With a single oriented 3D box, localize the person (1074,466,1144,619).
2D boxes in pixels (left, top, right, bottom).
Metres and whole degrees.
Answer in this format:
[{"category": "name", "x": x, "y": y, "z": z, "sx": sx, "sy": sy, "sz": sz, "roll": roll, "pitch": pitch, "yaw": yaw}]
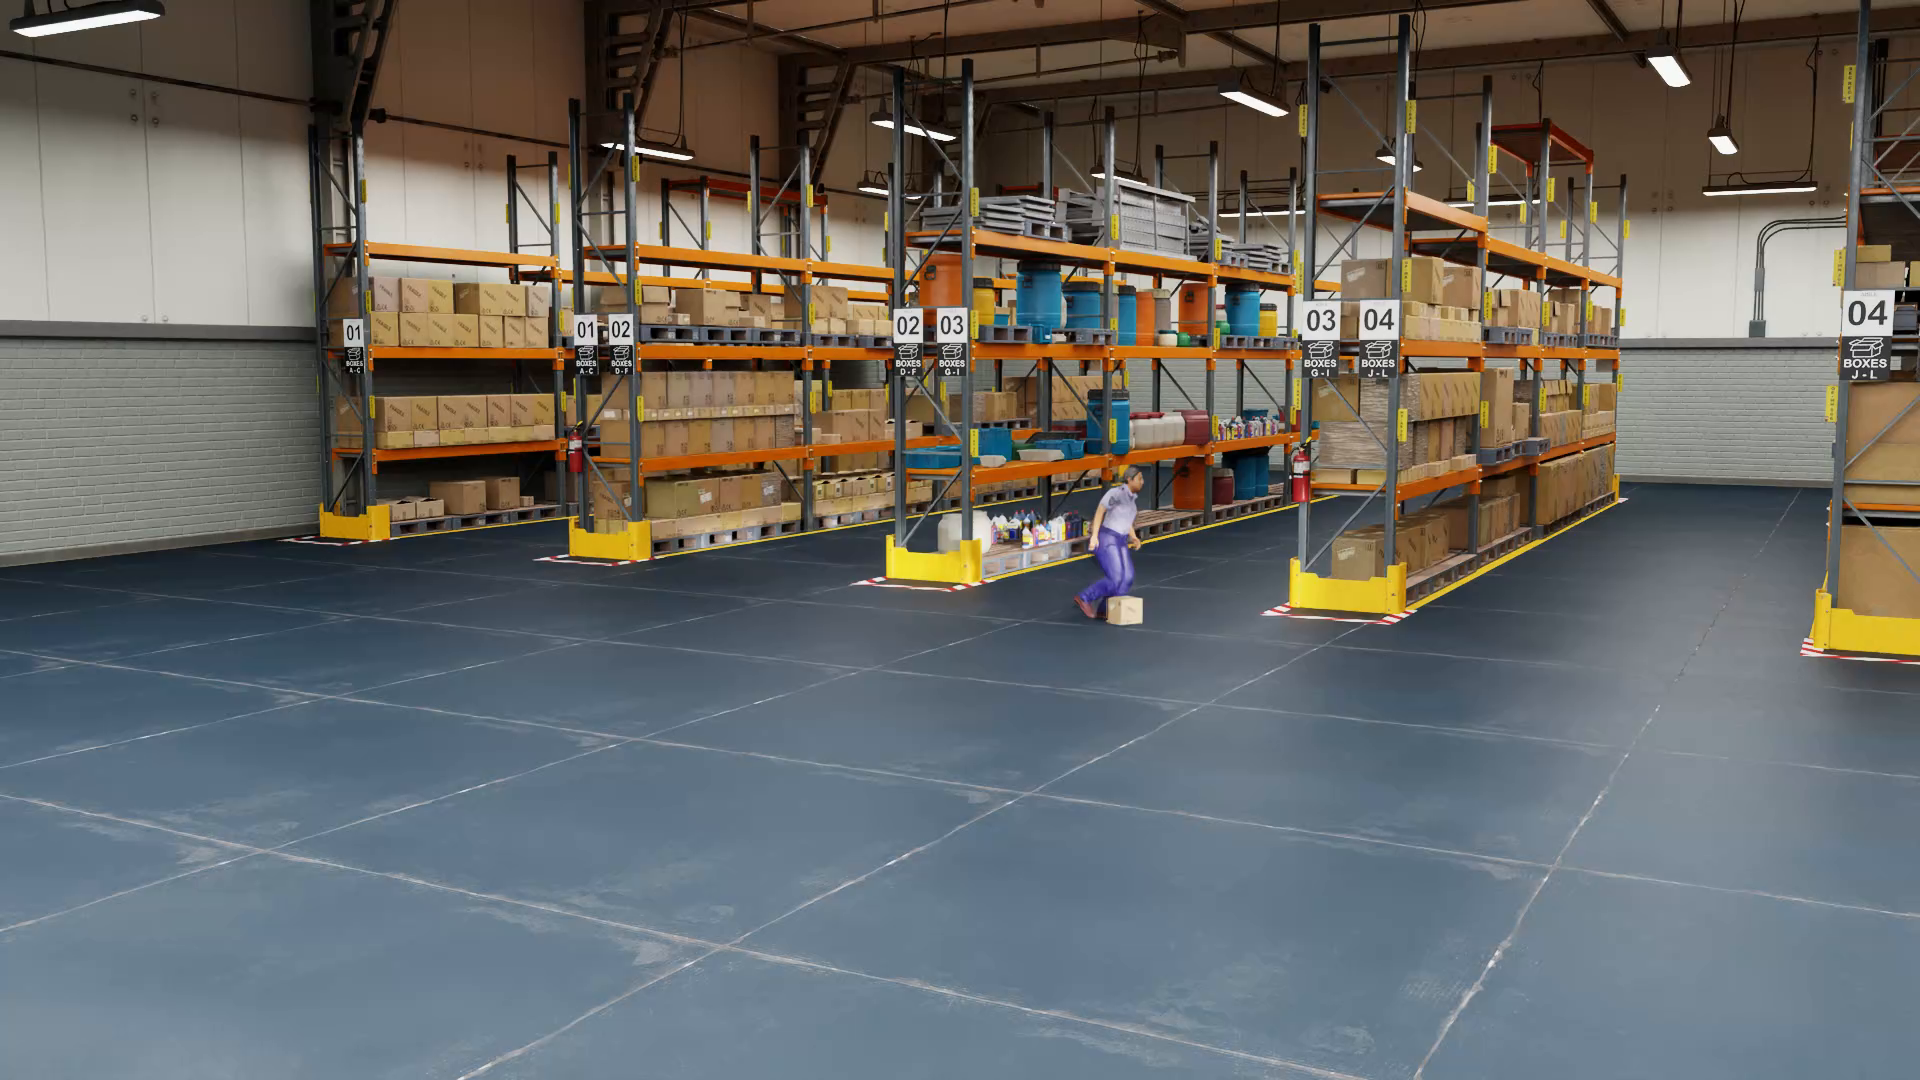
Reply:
[{"category": "person", "x": 1.494, "y": 0.035, "z": 16.621, "sx": 0.661, "sy": 1.545, "sz": 0.669, "roll": 3, "pitch": 7, "yaw": 24}]
